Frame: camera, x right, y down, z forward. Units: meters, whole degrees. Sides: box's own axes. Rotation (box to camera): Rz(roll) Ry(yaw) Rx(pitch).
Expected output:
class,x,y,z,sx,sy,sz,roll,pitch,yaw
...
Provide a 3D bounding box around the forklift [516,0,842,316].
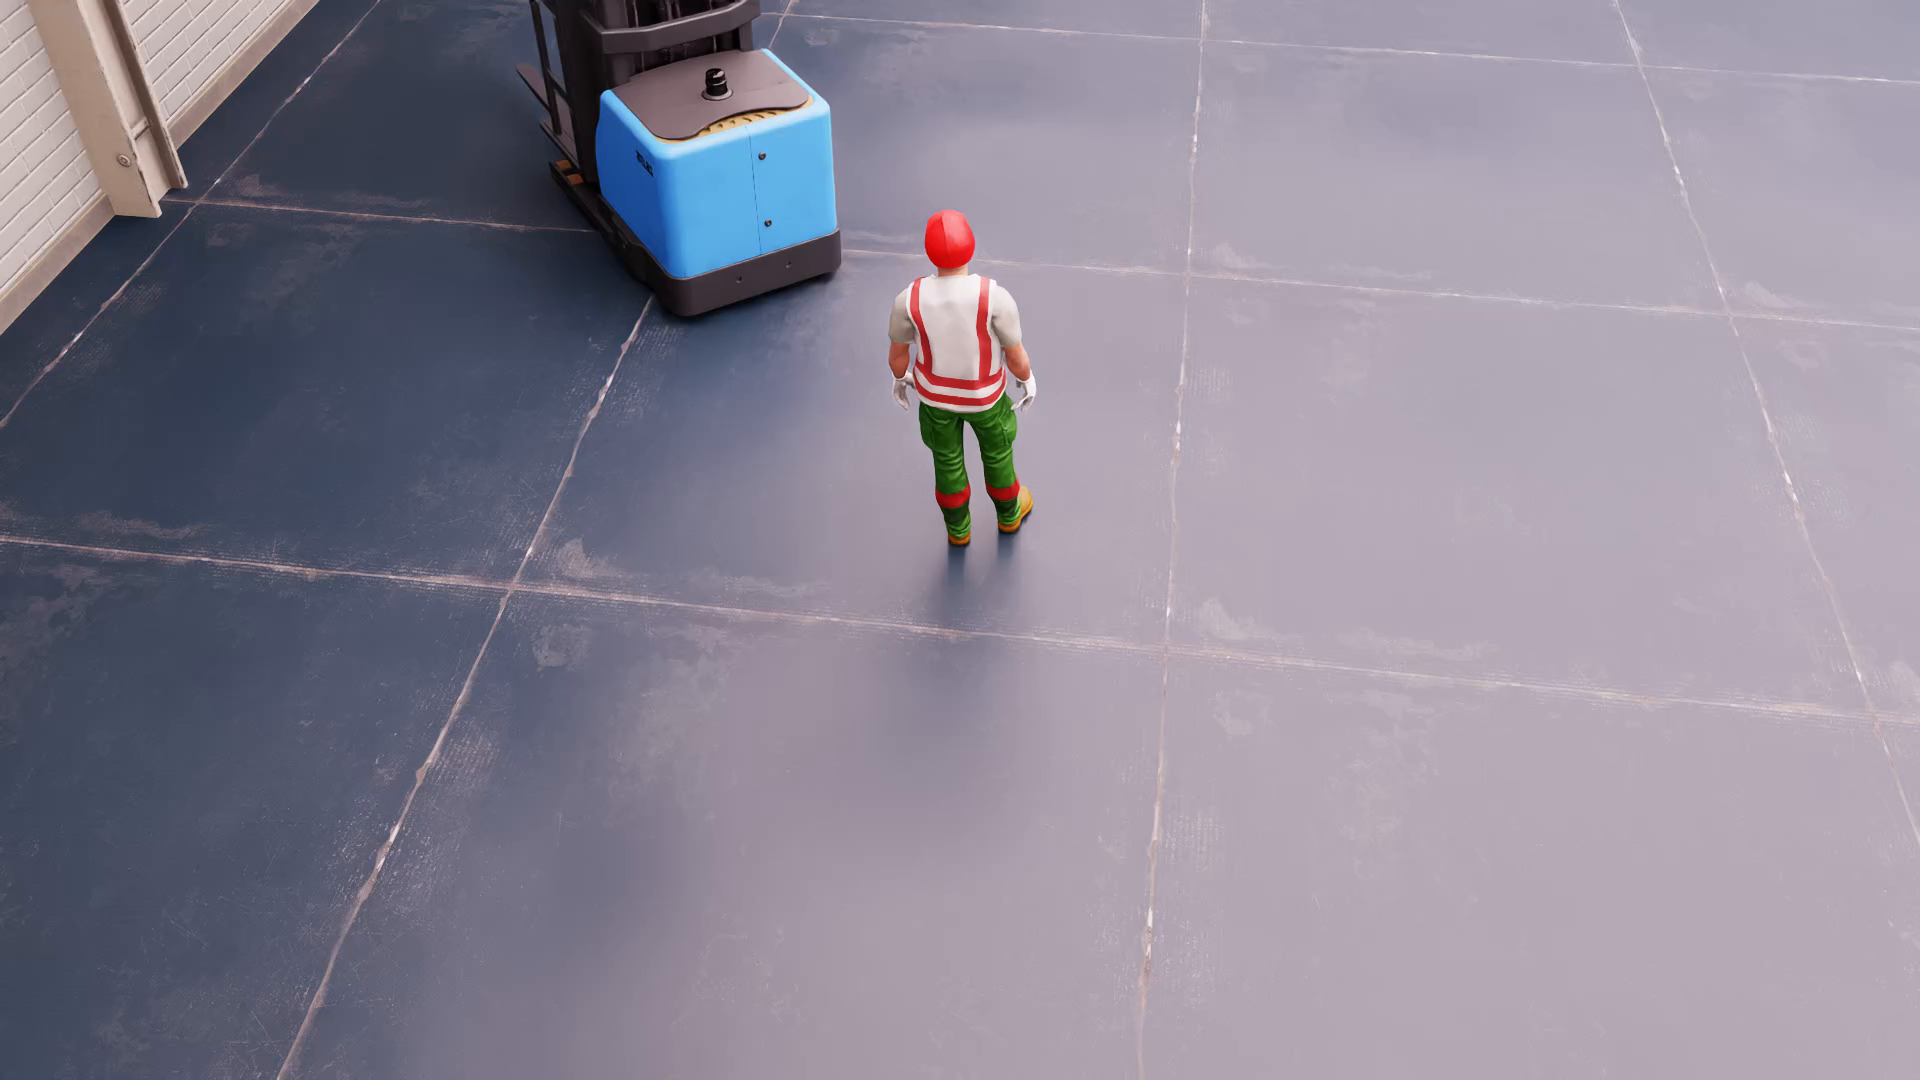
class,x,y,z,sx,sy,sz,roll,pitch,yaw
forklift,-1.865,-3.287,9.303,1.130,2.935,3.031,-22,47,-22

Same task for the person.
class,x,y,z,sx,sy,sz,roll,pitch,yaw
person,0.022,-0.717,7.338,0.638,1.787,0.564,5,43,6
